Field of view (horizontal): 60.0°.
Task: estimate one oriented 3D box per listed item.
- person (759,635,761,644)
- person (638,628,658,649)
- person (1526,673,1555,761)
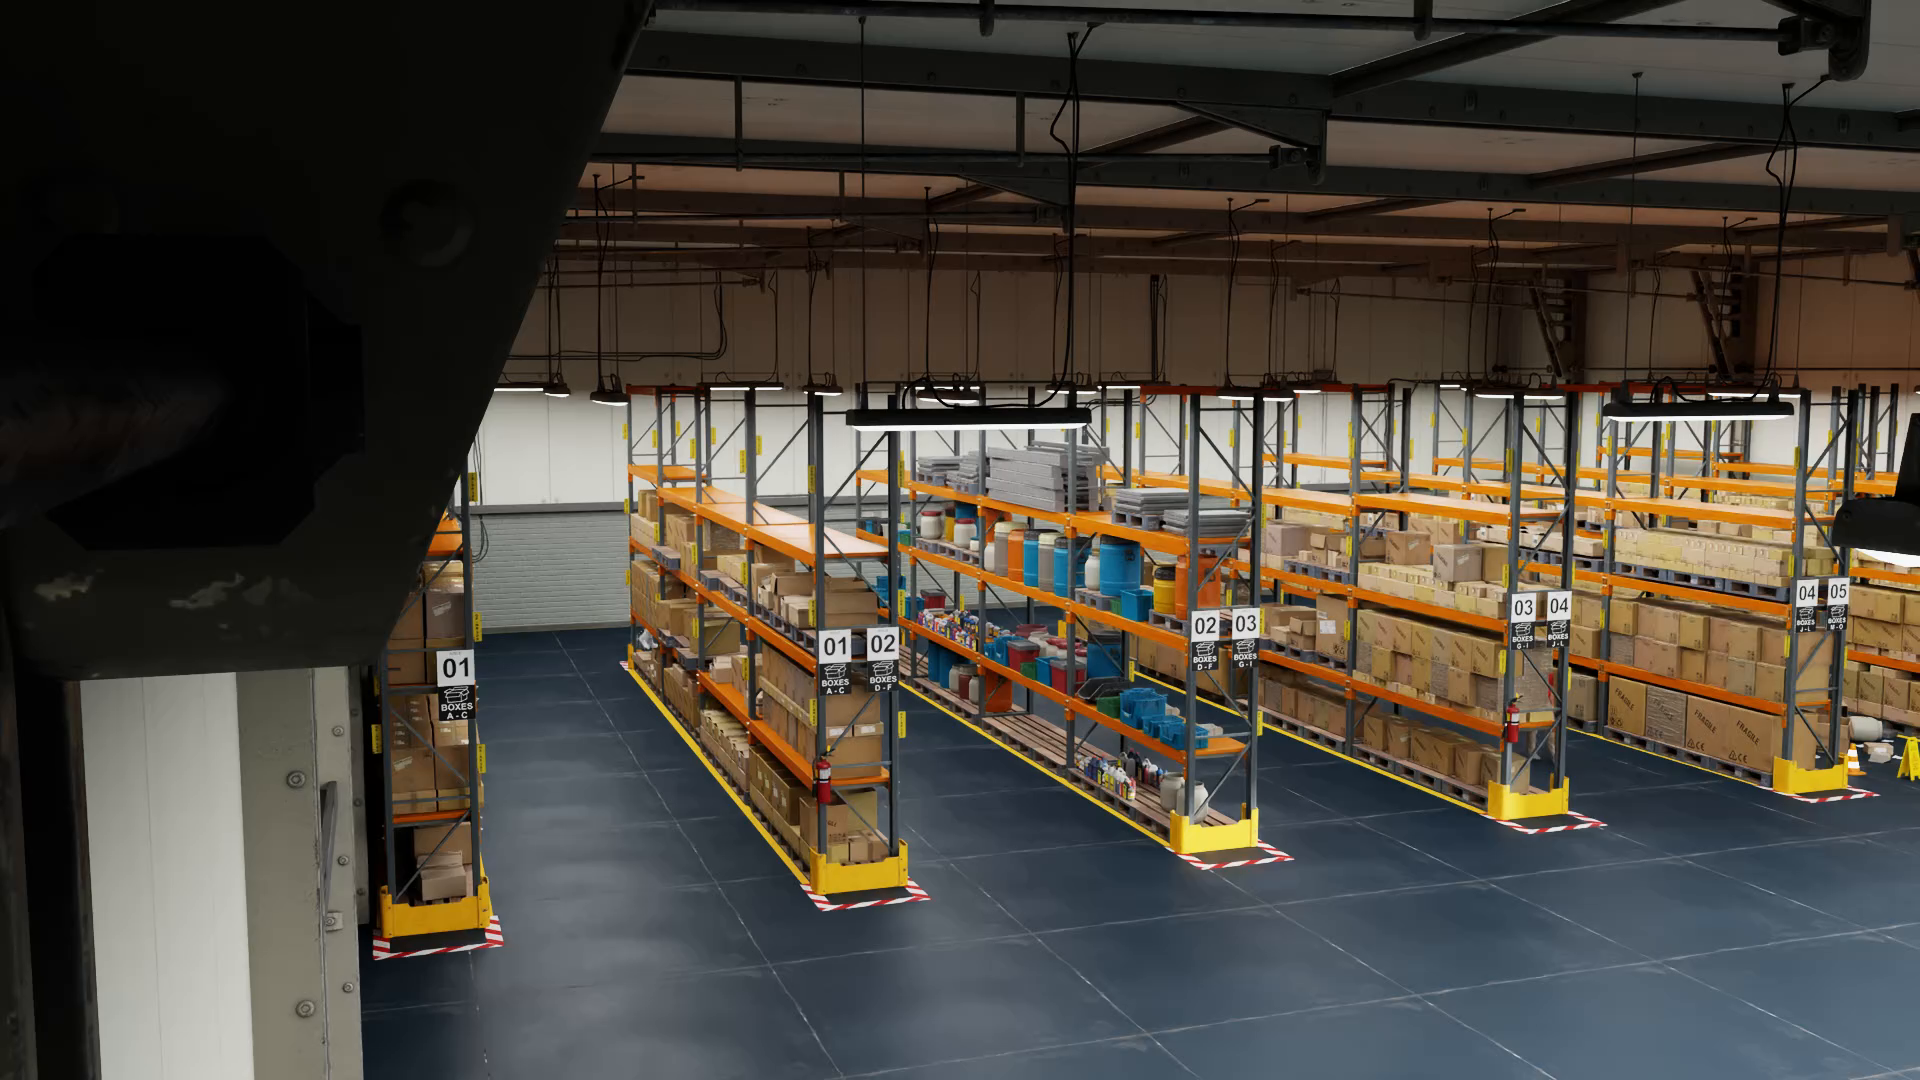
[{"bbox_3d":[-4.135,1.861,34.673,0.578,1.696,1.101,-2,6,-22],"label":"person"},{"bbox_3d":[-7.006,1.557,37.499,0.535,1.776,0.605,-2,6,-16],"label":"person"},{"bbox_3d":[9.365,2.714,26.786,0.649,1.732,0.661,1,6,7],"label":"person"}]
